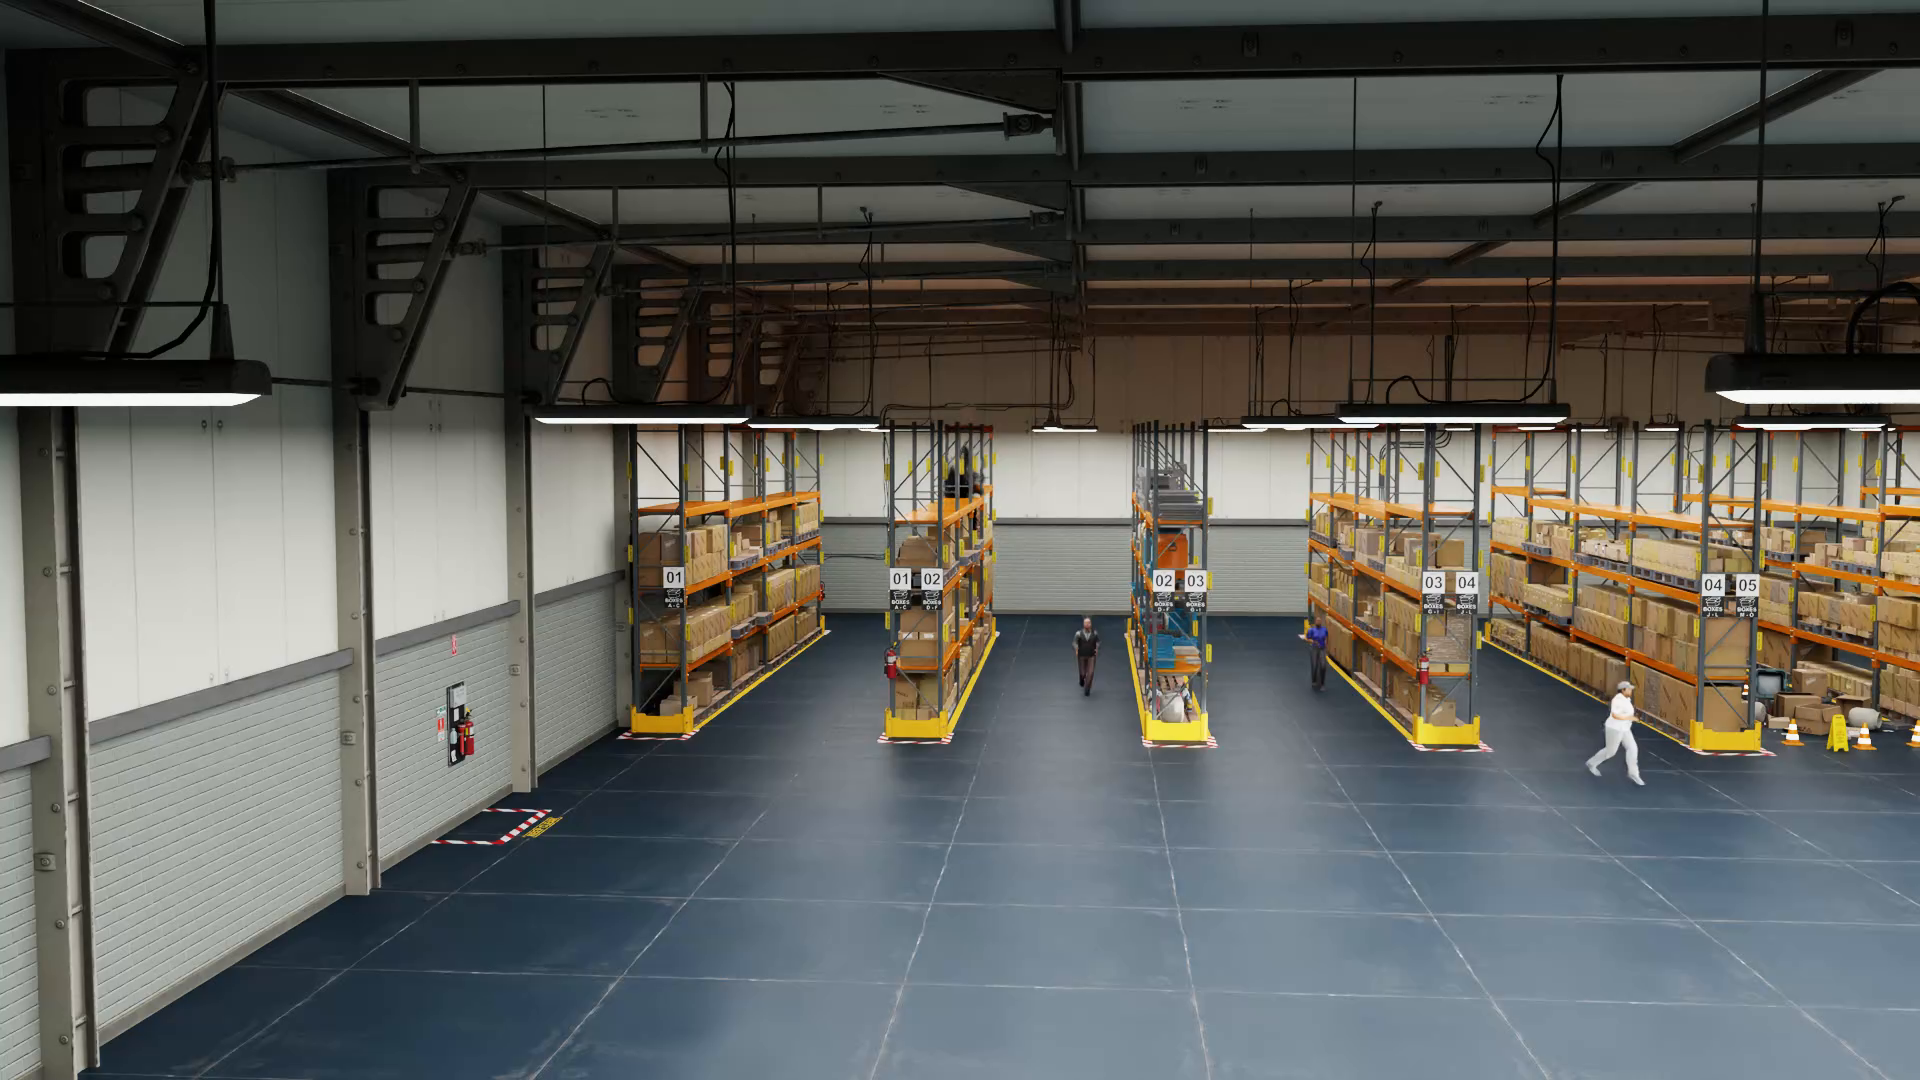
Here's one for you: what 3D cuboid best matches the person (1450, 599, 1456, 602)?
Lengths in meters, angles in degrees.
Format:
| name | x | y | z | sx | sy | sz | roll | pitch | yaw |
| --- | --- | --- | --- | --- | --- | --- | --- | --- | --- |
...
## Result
| name | x | y | z | sx | sy | sz | roll | pitch | yaw |
| --- | --- | --- | --- | --- | --- | --- | --- | --- | --- |
| person | 13.613 | 1.938 | 46.240 | 0.738 | 1.715 | 0.854 | 2 | 4 | 30 |

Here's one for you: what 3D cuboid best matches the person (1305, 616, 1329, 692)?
| name | x | y | z | sx | sy | sz | roll | pitch | yaw |
| --- | --- | --- | --- | --- | --- | --- | --- | --- | --- |
| person | 8.017 | 2.548 | 37.269 | 0.563 | 1.703 | 0.738 | 0 | 4 | 4 |

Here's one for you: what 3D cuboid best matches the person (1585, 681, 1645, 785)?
| name | x | y | z | sx | sy | sz | roll | pitch | yaw |
| --- | --- | --- | --- | --- | --- | --- | --- | --- | --- |
| person | 10.841 | 3.163 | 27.465 | 0.960 | 1.695 | 0.628 | 3 | 5 | 40 |

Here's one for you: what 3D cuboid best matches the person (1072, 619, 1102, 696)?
| name | x | y | z | sx | sy | sz | roll | pitch | yaw |
| --- | --- | --- | --- | --- | --- | --- | --- | --- | --- |
| person | 2.804 | 2.569 | 36.614 | 0.659 | 1.681 | 0.631 | 0 | 4 | 1 |
